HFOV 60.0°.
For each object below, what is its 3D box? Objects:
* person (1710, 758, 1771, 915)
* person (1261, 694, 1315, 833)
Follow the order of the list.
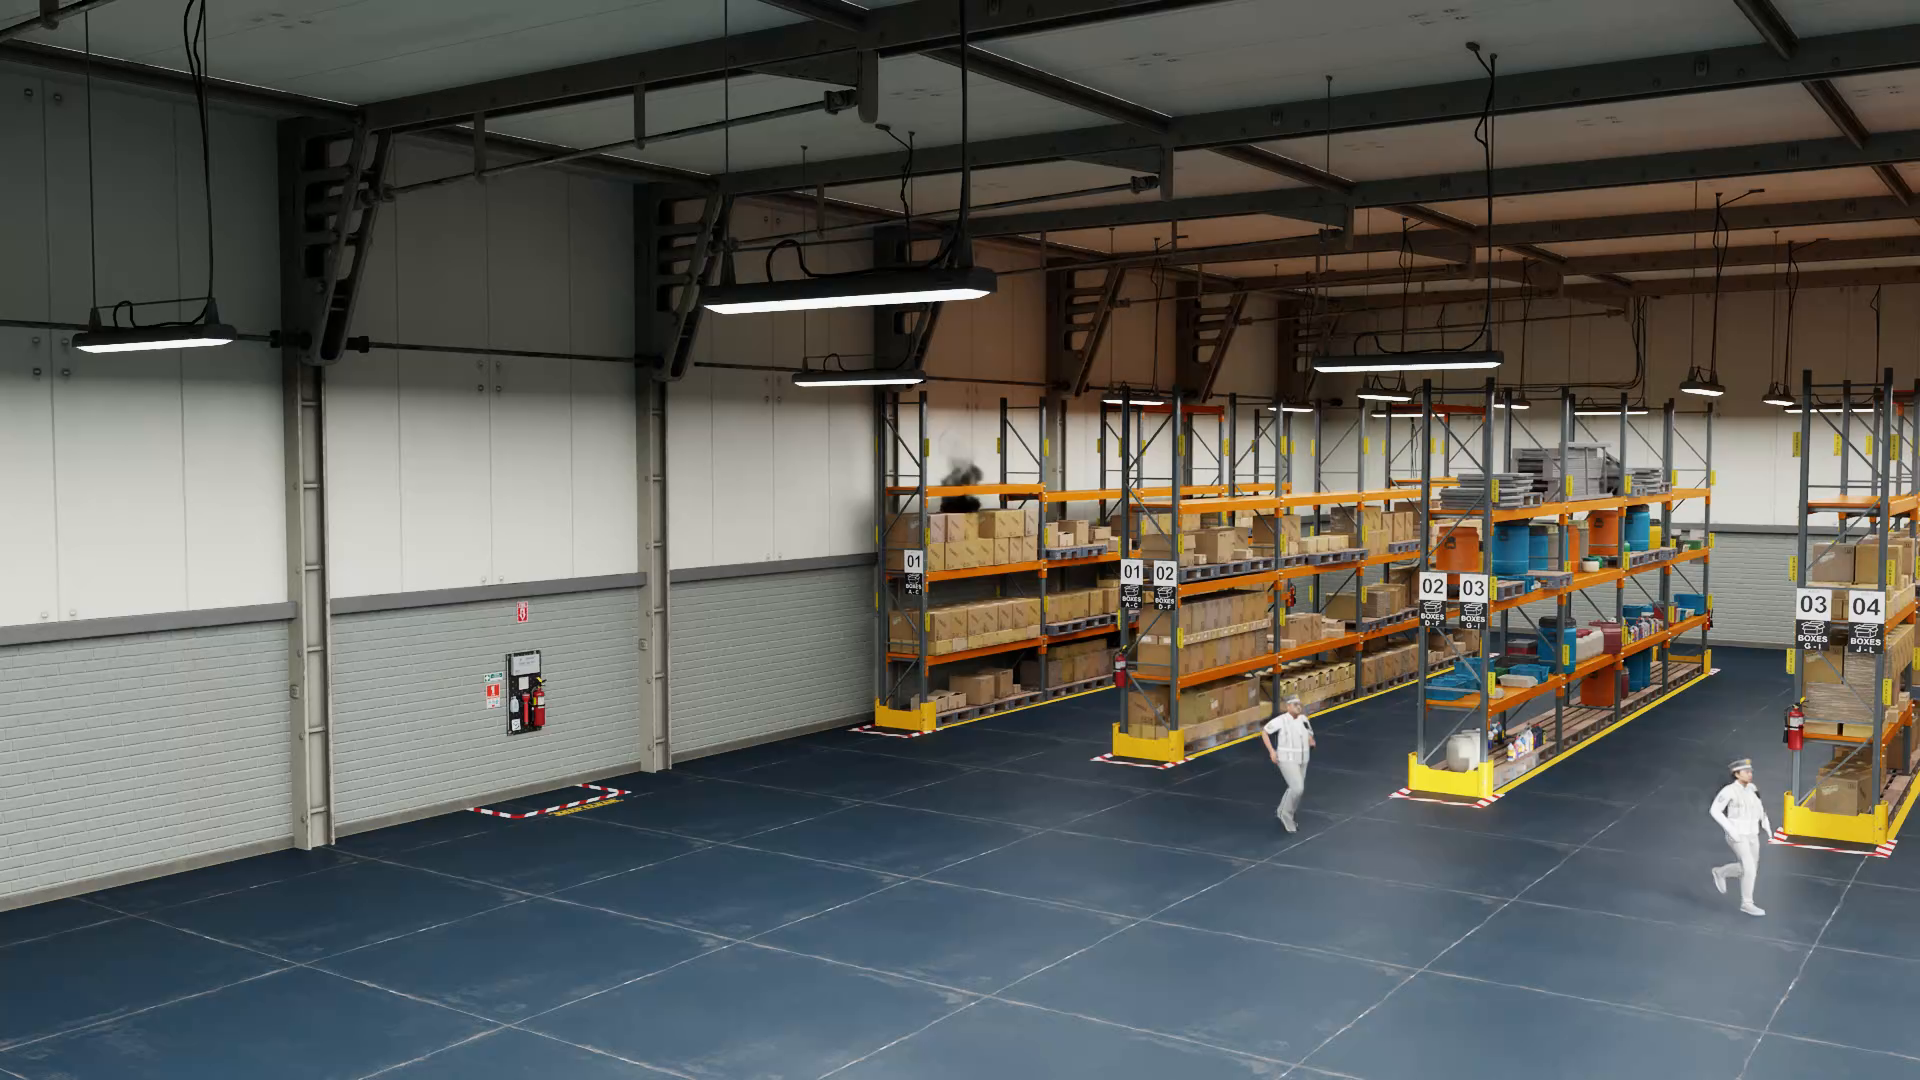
[{"bbox_3d":[8.400,3.166,17.992,0.625,1.652,0.740,-1,3,-23],"label":"person"},{"bbox_3d":[4.371,2.918,21.767,0.635,1.828,0.732,-2,4,-31],"label":"person"}]
